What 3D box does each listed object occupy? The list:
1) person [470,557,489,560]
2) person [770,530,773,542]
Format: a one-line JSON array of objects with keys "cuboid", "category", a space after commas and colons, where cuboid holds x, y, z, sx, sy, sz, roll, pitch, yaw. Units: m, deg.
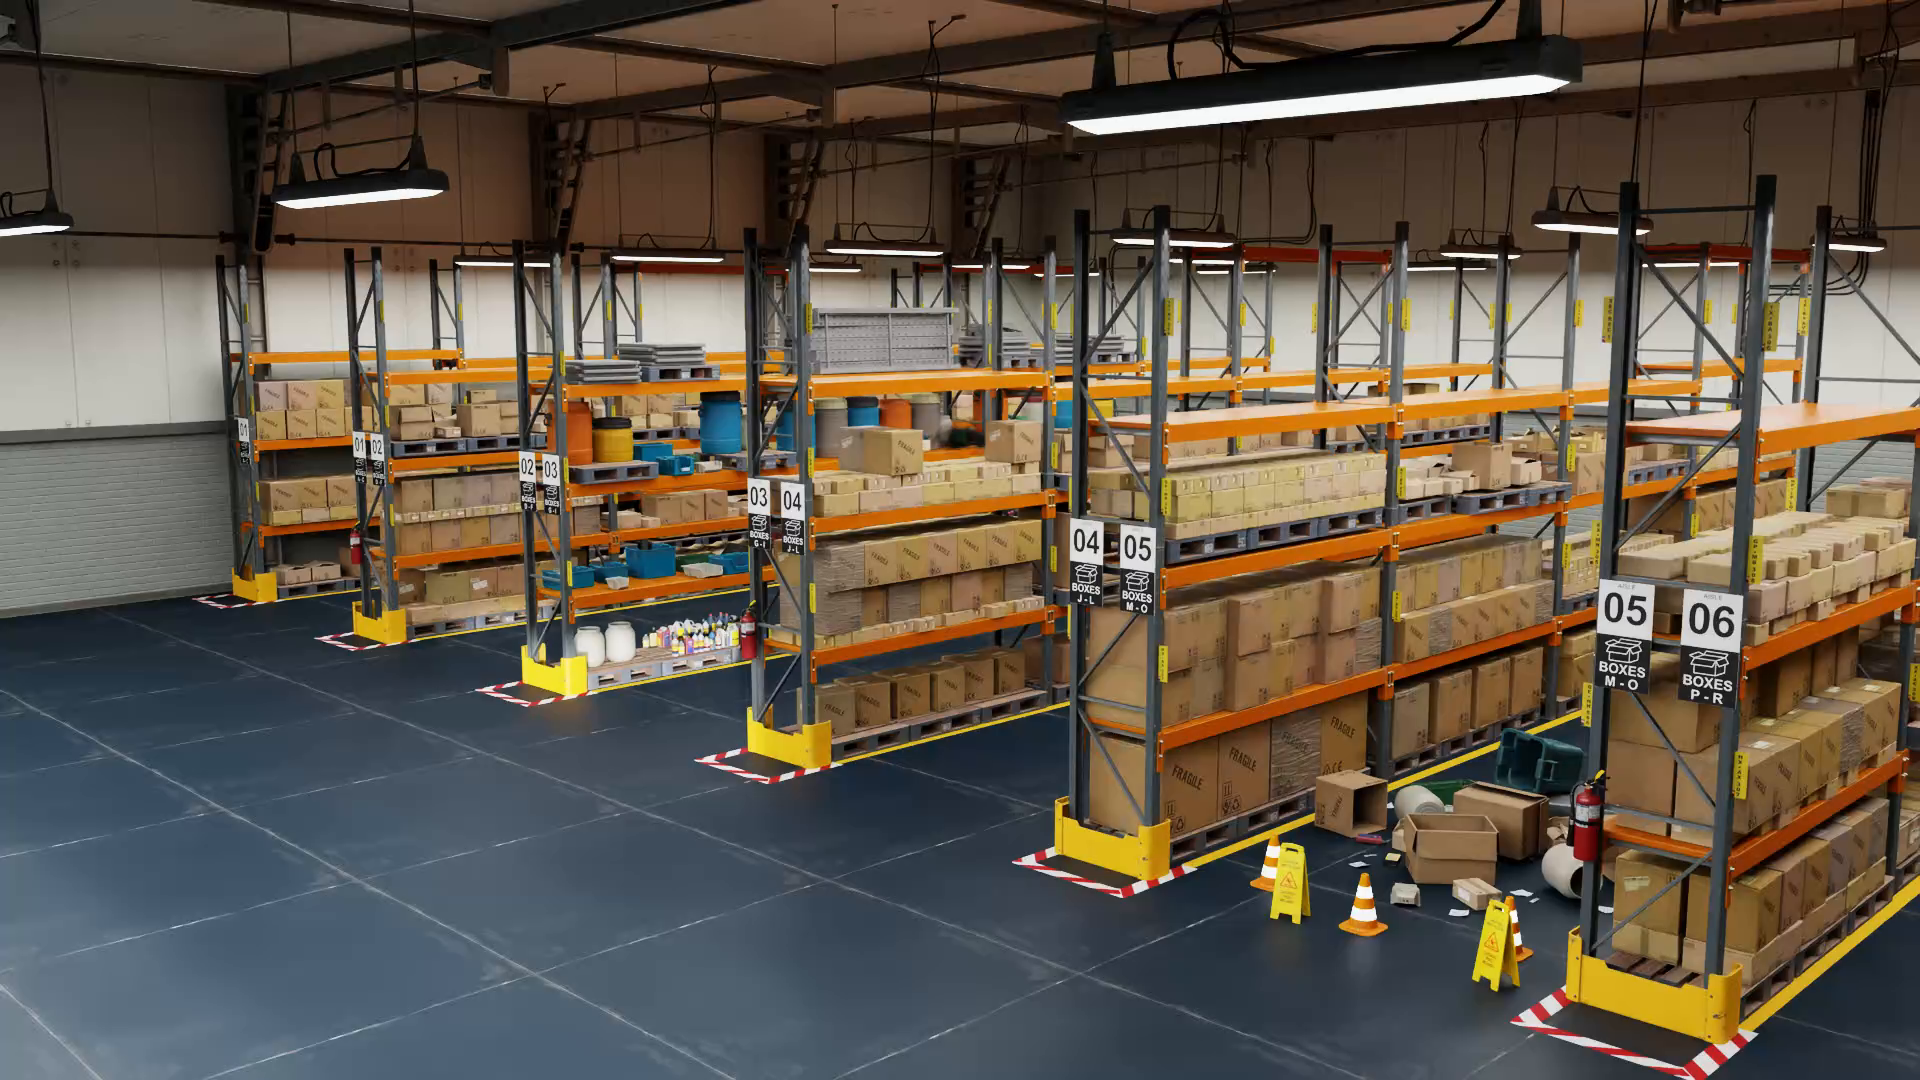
[{"cuboid": [-8.429, 0.233, 29.032, 0.664, 1.741, 0.762, 4, 9, 29], "category": "person"}, {"cuboid": [-4.180, -0.567, 35.029, 0.606, 1.500, 0.765, 4, 9, 27], "category": "person"}]
